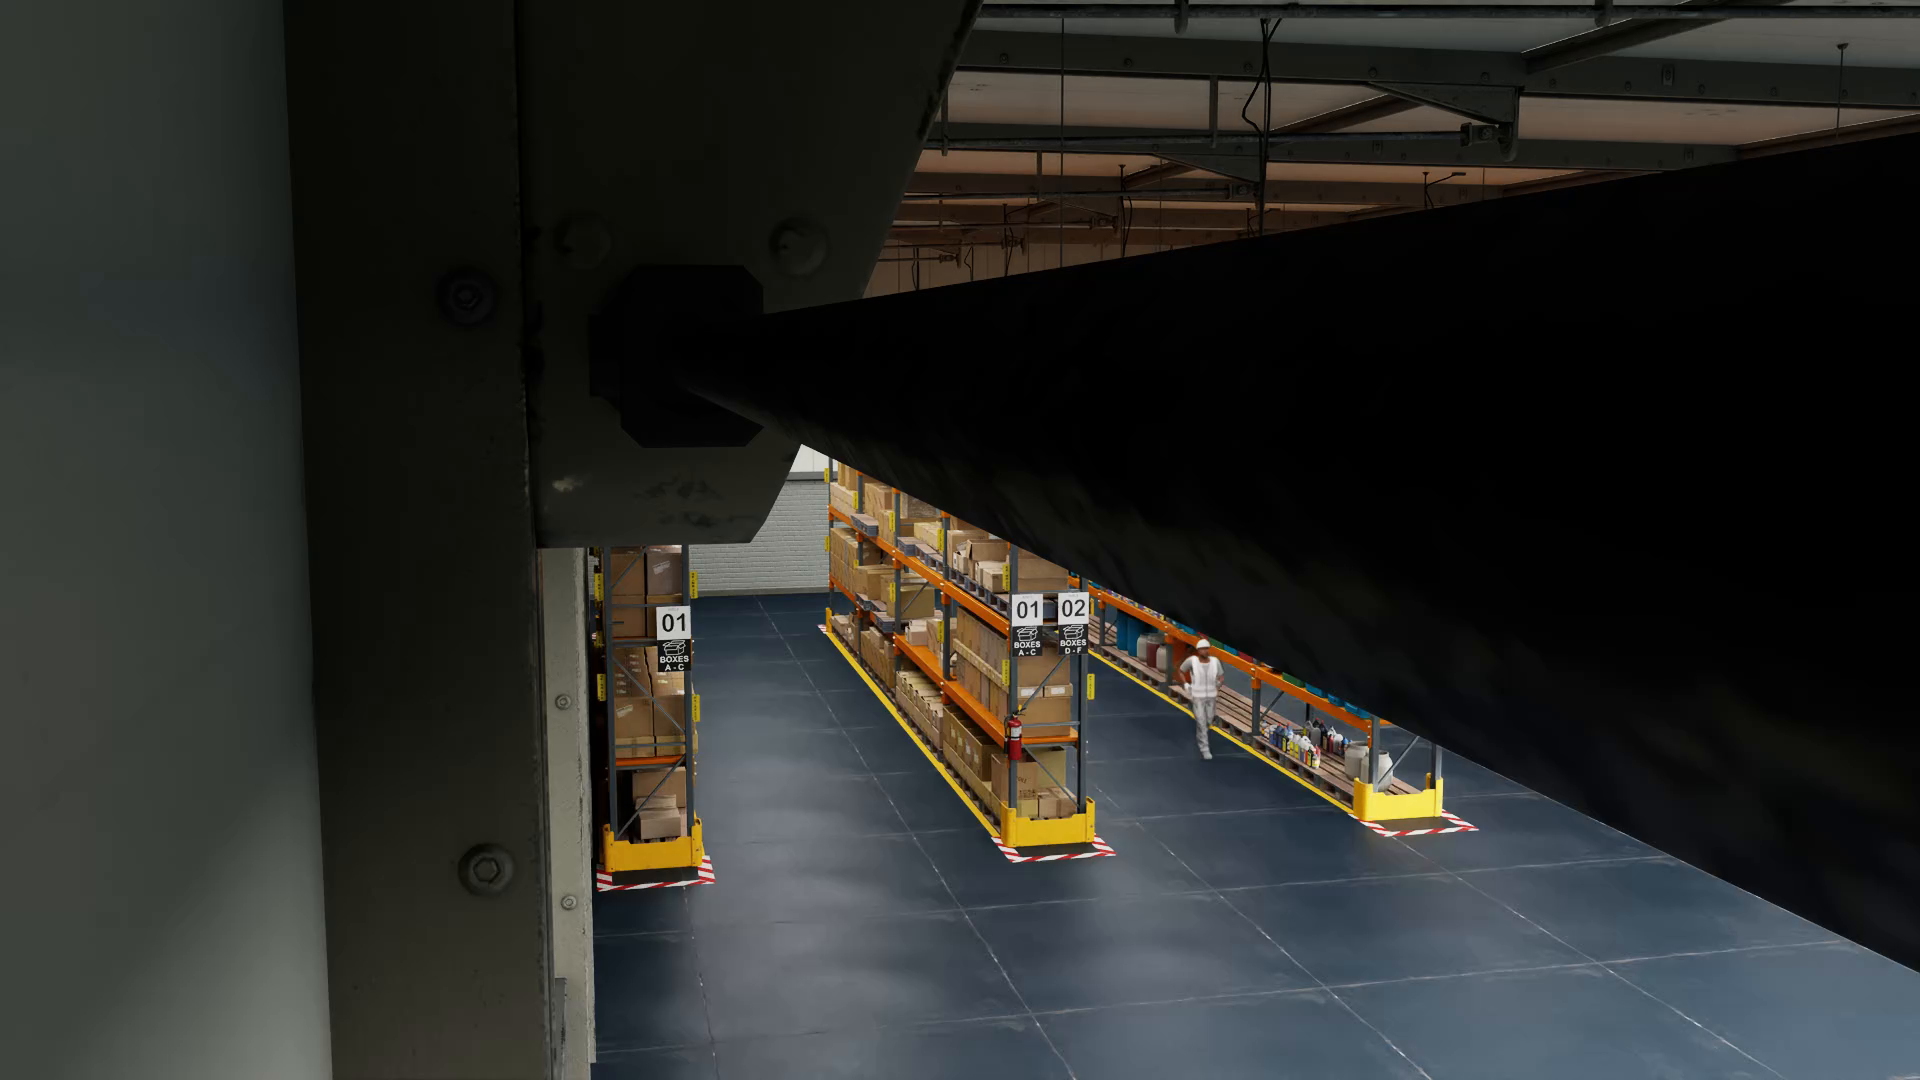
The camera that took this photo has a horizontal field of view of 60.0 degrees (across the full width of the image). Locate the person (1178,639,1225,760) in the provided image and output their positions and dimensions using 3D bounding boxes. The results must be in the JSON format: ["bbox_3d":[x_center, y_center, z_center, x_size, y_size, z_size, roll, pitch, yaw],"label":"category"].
[{"bbox_3d":[3.731,2.402,25.488,0.682,1.779,0.905,-1,7,-11],"label":"person"}]
